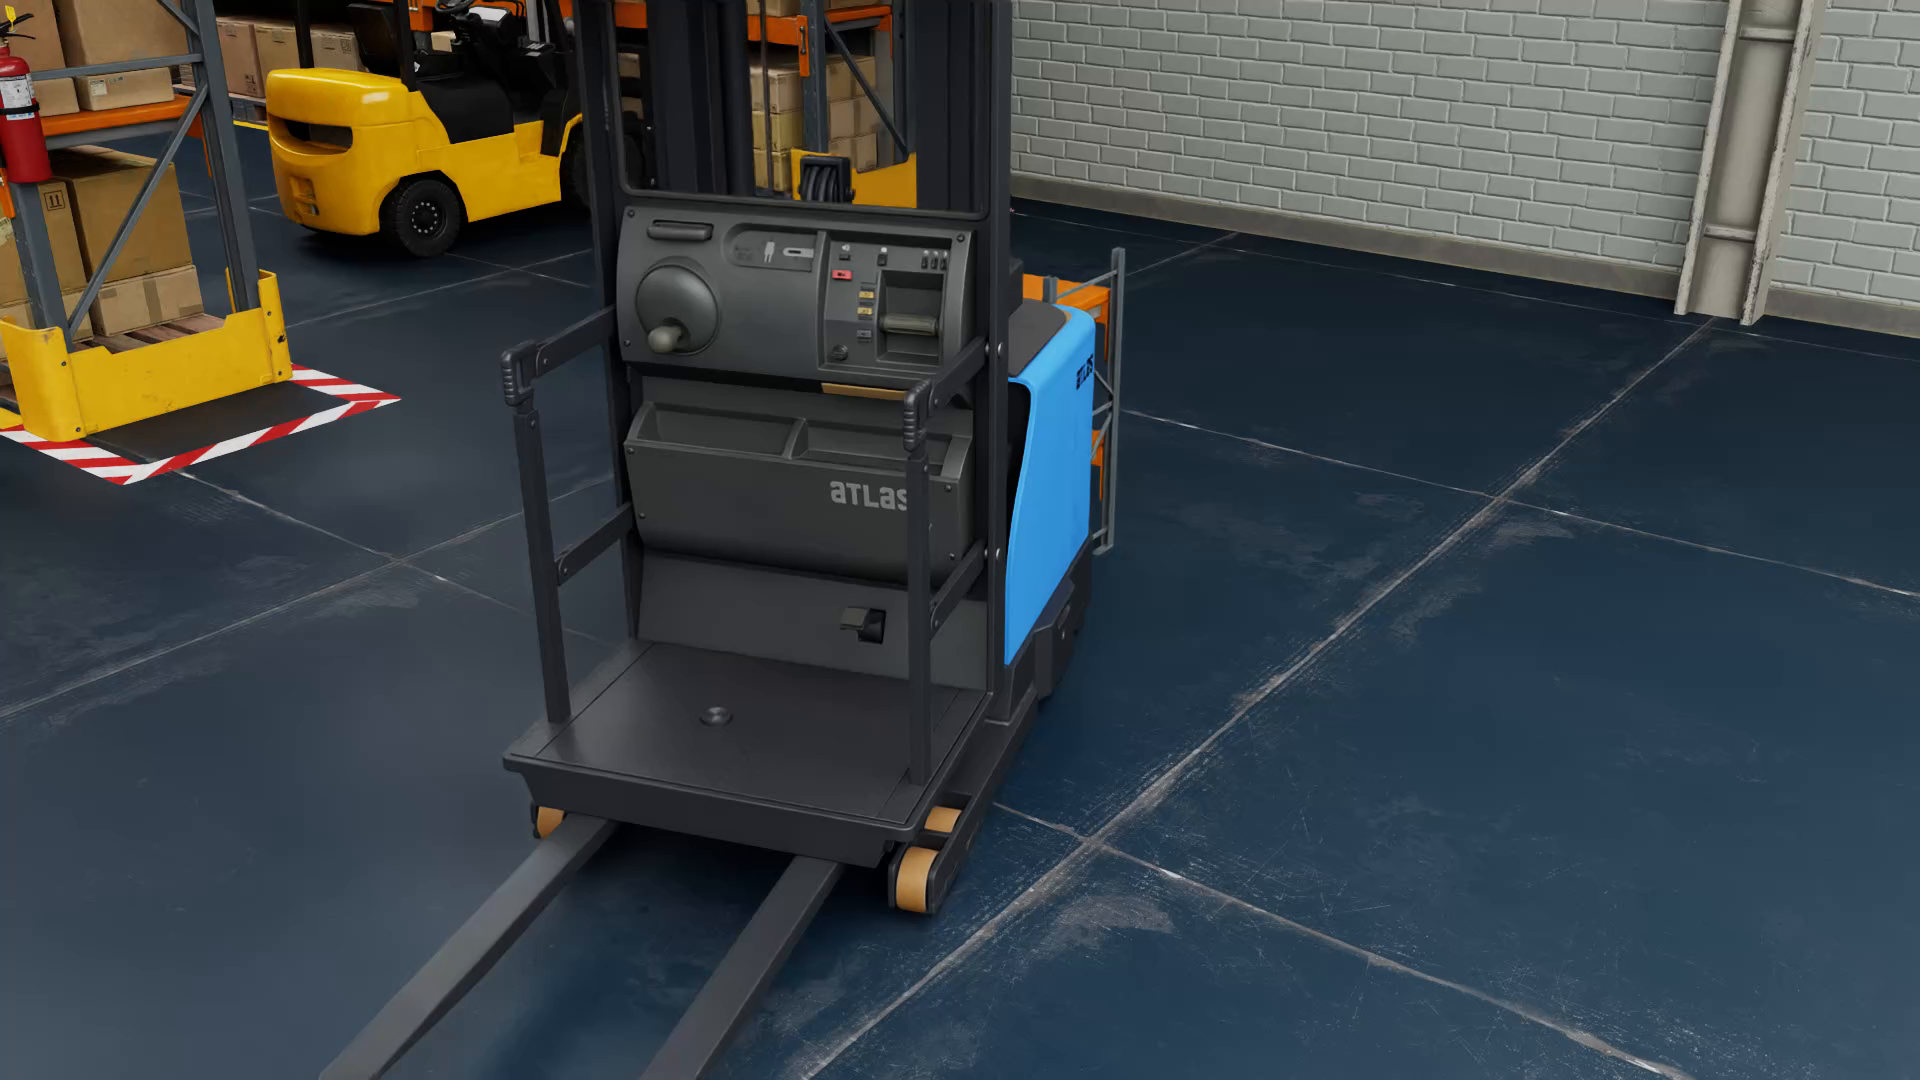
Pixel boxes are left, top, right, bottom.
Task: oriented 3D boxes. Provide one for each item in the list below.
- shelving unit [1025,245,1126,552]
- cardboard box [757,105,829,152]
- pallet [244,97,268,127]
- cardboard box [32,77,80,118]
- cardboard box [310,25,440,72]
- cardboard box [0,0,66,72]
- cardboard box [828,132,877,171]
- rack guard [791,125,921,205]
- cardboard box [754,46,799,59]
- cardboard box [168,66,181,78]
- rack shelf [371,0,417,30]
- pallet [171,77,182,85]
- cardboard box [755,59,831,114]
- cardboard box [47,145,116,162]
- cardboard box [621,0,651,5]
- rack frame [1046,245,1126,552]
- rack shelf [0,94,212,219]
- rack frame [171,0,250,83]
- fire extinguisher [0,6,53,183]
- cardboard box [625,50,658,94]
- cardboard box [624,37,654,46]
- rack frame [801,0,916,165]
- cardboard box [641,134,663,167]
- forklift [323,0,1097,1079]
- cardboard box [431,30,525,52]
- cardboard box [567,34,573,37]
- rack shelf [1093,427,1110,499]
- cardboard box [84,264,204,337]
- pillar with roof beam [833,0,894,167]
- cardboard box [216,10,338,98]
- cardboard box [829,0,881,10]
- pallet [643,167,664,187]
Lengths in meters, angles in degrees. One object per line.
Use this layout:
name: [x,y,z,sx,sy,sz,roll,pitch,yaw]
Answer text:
shelving unit: [0.002,-0.536,6.071,1.048,1.125,0.538,15,28,30]
cardboard box: [-1.229,-2.779,11.107,0.500,0.250,0.500,16,29,33]
pallet: [-5.446,-3.752,14.503,1.213,0.211,1.003,17,29,33]
cardboard box: [-4.054,-1.904,7.163,0.250,0.149,0.380,18,29,35]
cardboard box: [-4.894,-3.985,13.999,0.625,0.625,0.875,16,29,33]
cardboard box: [-4.226,-2.222,7.079,0.500,0.500,0.500,16,29,32]
cardboard box: [-0.928,-2.716,11.583,0.500,0.250,0.500,17,29,34]
rack guard: [-0.633,-2.450,11.191,0.348,0.500,1.175,17,29,33]
cardboard box: [-1.325,-3.288,11.642,0.500,0.250,0.500,17,29,33]
cardboard box: [-7.521,-4.616,15.585,0.500,0.500,0.500,18,29,35]
rack shelf: [-5.453,-4.722,14.138,4.000,0.370,1.077,17,29,33]
pallet: [-7.629,-4.451,16.091,1.213,0.211,1.003,17,29,33]
cardboard box: [-1.208,-3.002,10.993,0.500,0.250,0.500,18,29,35]
cardboard box: [-4.546,-1.690,8.324,0.500,0.500,0.500,16,28,31]
cardboard box: [-2.023,-3.932,11.330,0.500,0.500,0.500,16,29,32]
rack frame: [0.429,-0.425,5.818,0.032,1.125,0.500,15,28,30]
rack shelf: [-5.227,-2.152,8.306,4.000,0.370,1.077,17,29,33]
rack frame: [-7.054,-5.534,15.091,0.127,3.000,1.000,17,29,33]
fire extinguisher: [-3.811,-1.786,6.679,0.183,0.674,0.296,17,29,33]
cardboard box: [-2.030,-3.243,11.538,0.500,0.250,0.500,17,29,34]
cardboard box: [-2.125,-3.539,12.211,0.500,0.250,0.500,16,28,32]
rack frame: [-0.652,-3.600,10.700,0.127,3.000,1.000,17,29,33]
cardboard box: [-2.005,-2.793,11.758,0.500,0.250,0.500,17,29,34]
forklift: [-0.480,-0.601,3.978,1.130,2.935,3.031,7,25,16]
cardboard box: [-3.654,-3.740,12.668,0.500,0.250,0.500,16,29,33]
cardboard box: [-2.929,-3.784,12.768,0.500,0.250,0.500,16,29,33]
rack shelf: [0.002,-0.312,6.169,1.000,0.278,0.538,15,28,30]
cardboard box: [-4.106,-1.216,8.178,0.500,0.250,0.500,17,29,33]
pillar with roof beam: [-3.251,-5.415,7.380,0.400,9.000,9.100,17,29,33]
cardboard box: [-6.035,-4.329,14.780,0.625,0.625,0.875,18,29,35]
cardboard box: [-0.882,-3.855,11.155,0.500,0.500,0.500,18,29,35]
pallet: [-2.261,-2.791,12.322,1.213,0.211,1.003,17,29,33]
